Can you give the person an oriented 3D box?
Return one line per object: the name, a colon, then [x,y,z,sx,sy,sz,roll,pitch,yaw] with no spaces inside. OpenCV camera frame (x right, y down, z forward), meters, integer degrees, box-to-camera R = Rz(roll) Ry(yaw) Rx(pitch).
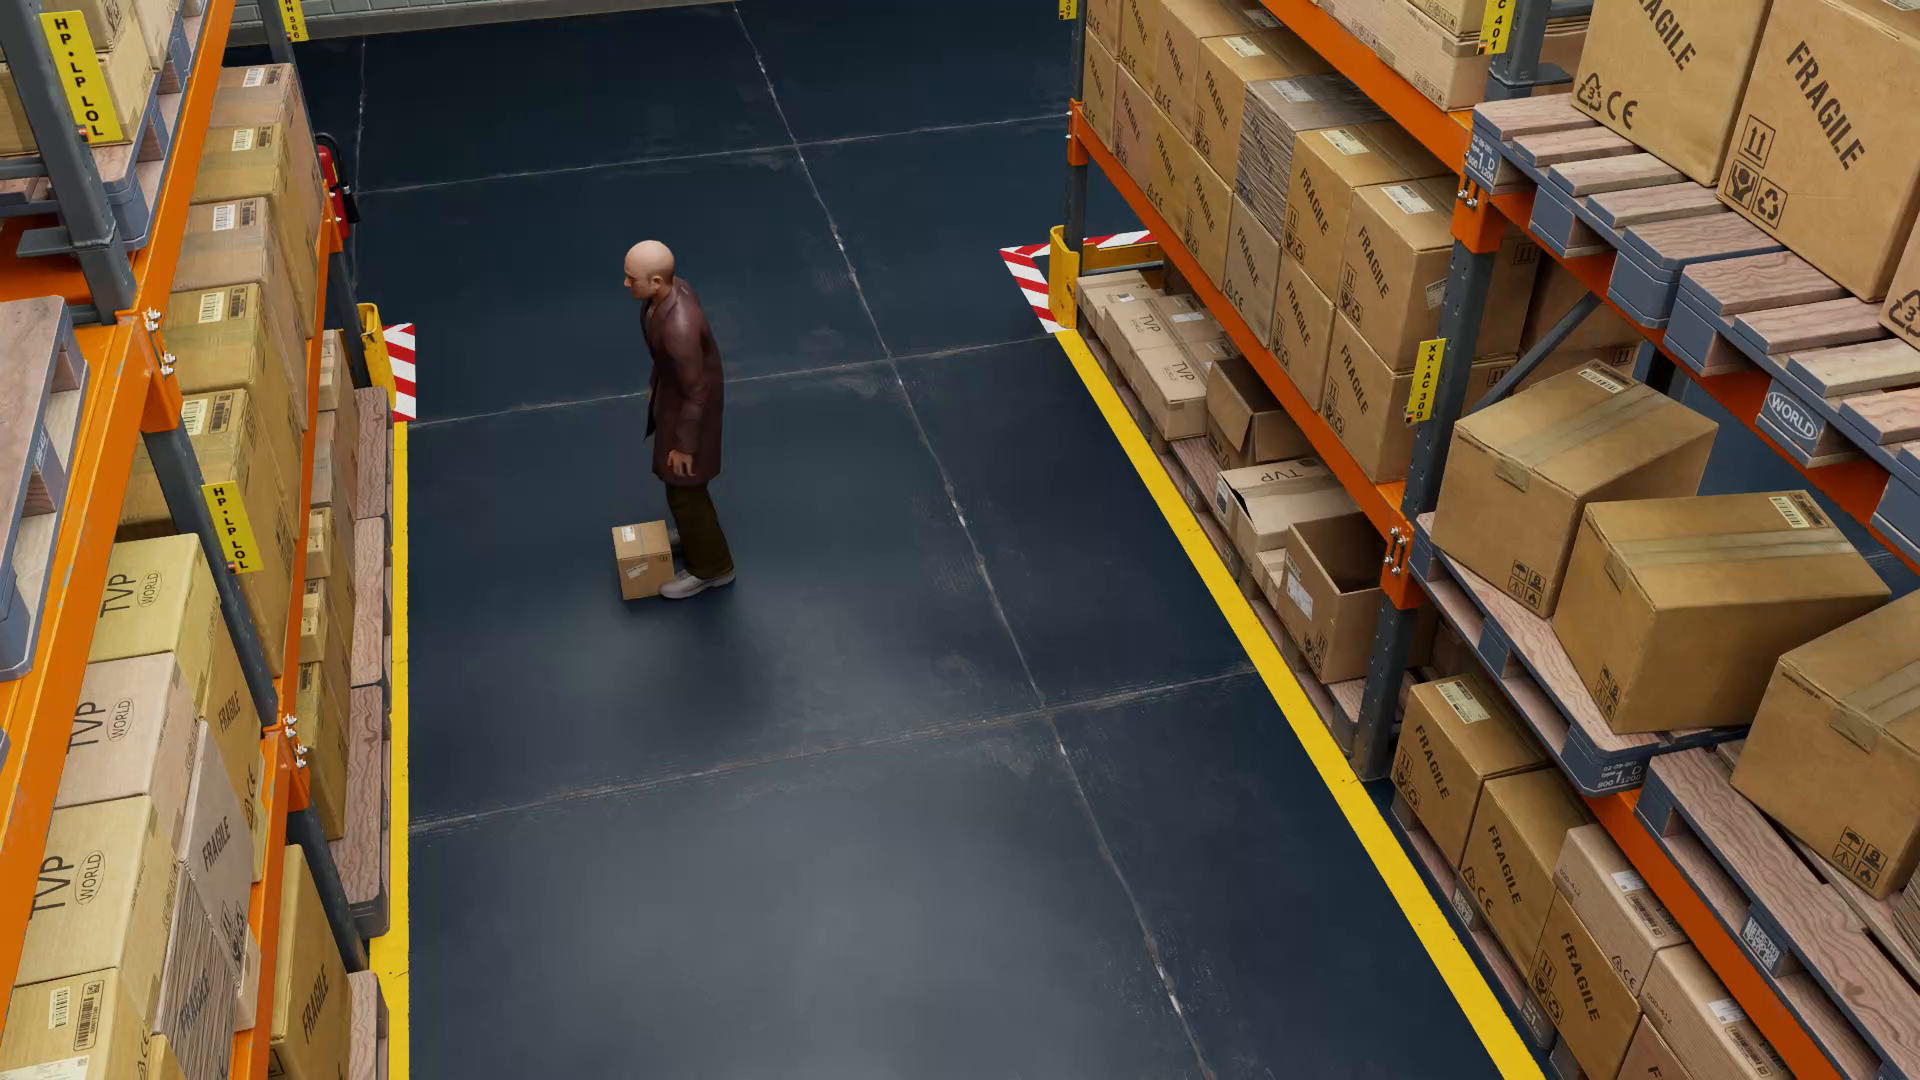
person: [-1.253,-0.545,7.433,0.419,1.774,0.655,-11,39,-14]
